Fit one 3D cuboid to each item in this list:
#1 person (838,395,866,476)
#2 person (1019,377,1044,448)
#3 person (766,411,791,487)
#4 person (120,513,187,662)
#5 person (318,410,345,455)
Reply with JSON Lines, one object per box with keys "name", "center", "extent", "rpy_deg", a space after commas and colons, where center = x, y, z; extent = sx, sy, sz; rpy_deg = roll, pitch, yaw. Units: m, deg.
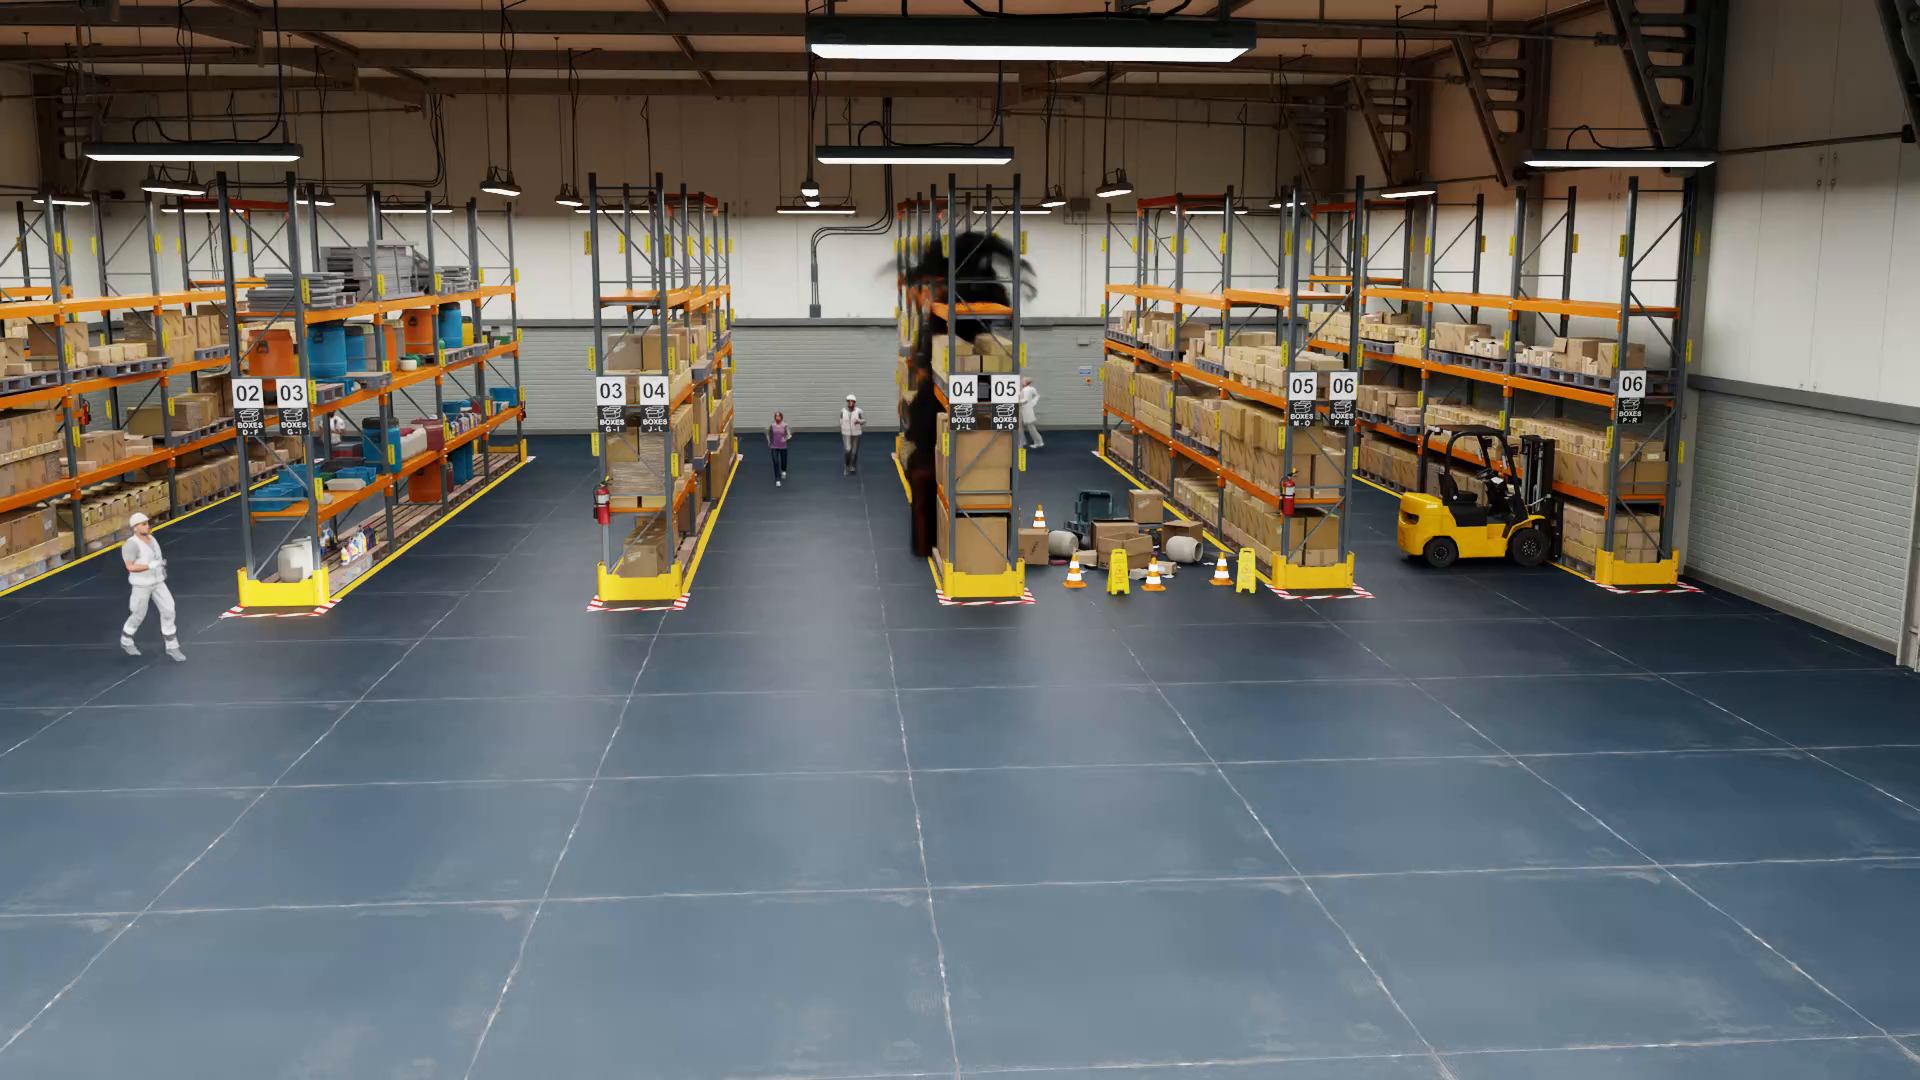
{"name": "person", "center": [-2.380, -2.303, 36.755], "extent": [0.627, 1.819, 0.742], "rpy_deg": [0, 10, -2]}
{"name": "person", "center": [1.675, -3.158, 41.296], "extent": [0.844, 1.758, 0.665], "rpy_deg": [1, 10, 3]}
{"name": "person", "center": [-3.844, -1.944, 35.208], "extent": [0.546, 1.560, 0.730], "rpy_deg": [-1, 10, -3]}
{"name": "person", "center": [-9.884, 0.573, 20.212], "extent": [0.862, 1.835, 0.653], "rpy_deg": [4, 11, 20]}
{"name": "person", "center": [-13.311, -2.021, 35.272], "extent": [0.549, 1.755, 0.781], "rpy_deg": [-3, 10, -17]}
